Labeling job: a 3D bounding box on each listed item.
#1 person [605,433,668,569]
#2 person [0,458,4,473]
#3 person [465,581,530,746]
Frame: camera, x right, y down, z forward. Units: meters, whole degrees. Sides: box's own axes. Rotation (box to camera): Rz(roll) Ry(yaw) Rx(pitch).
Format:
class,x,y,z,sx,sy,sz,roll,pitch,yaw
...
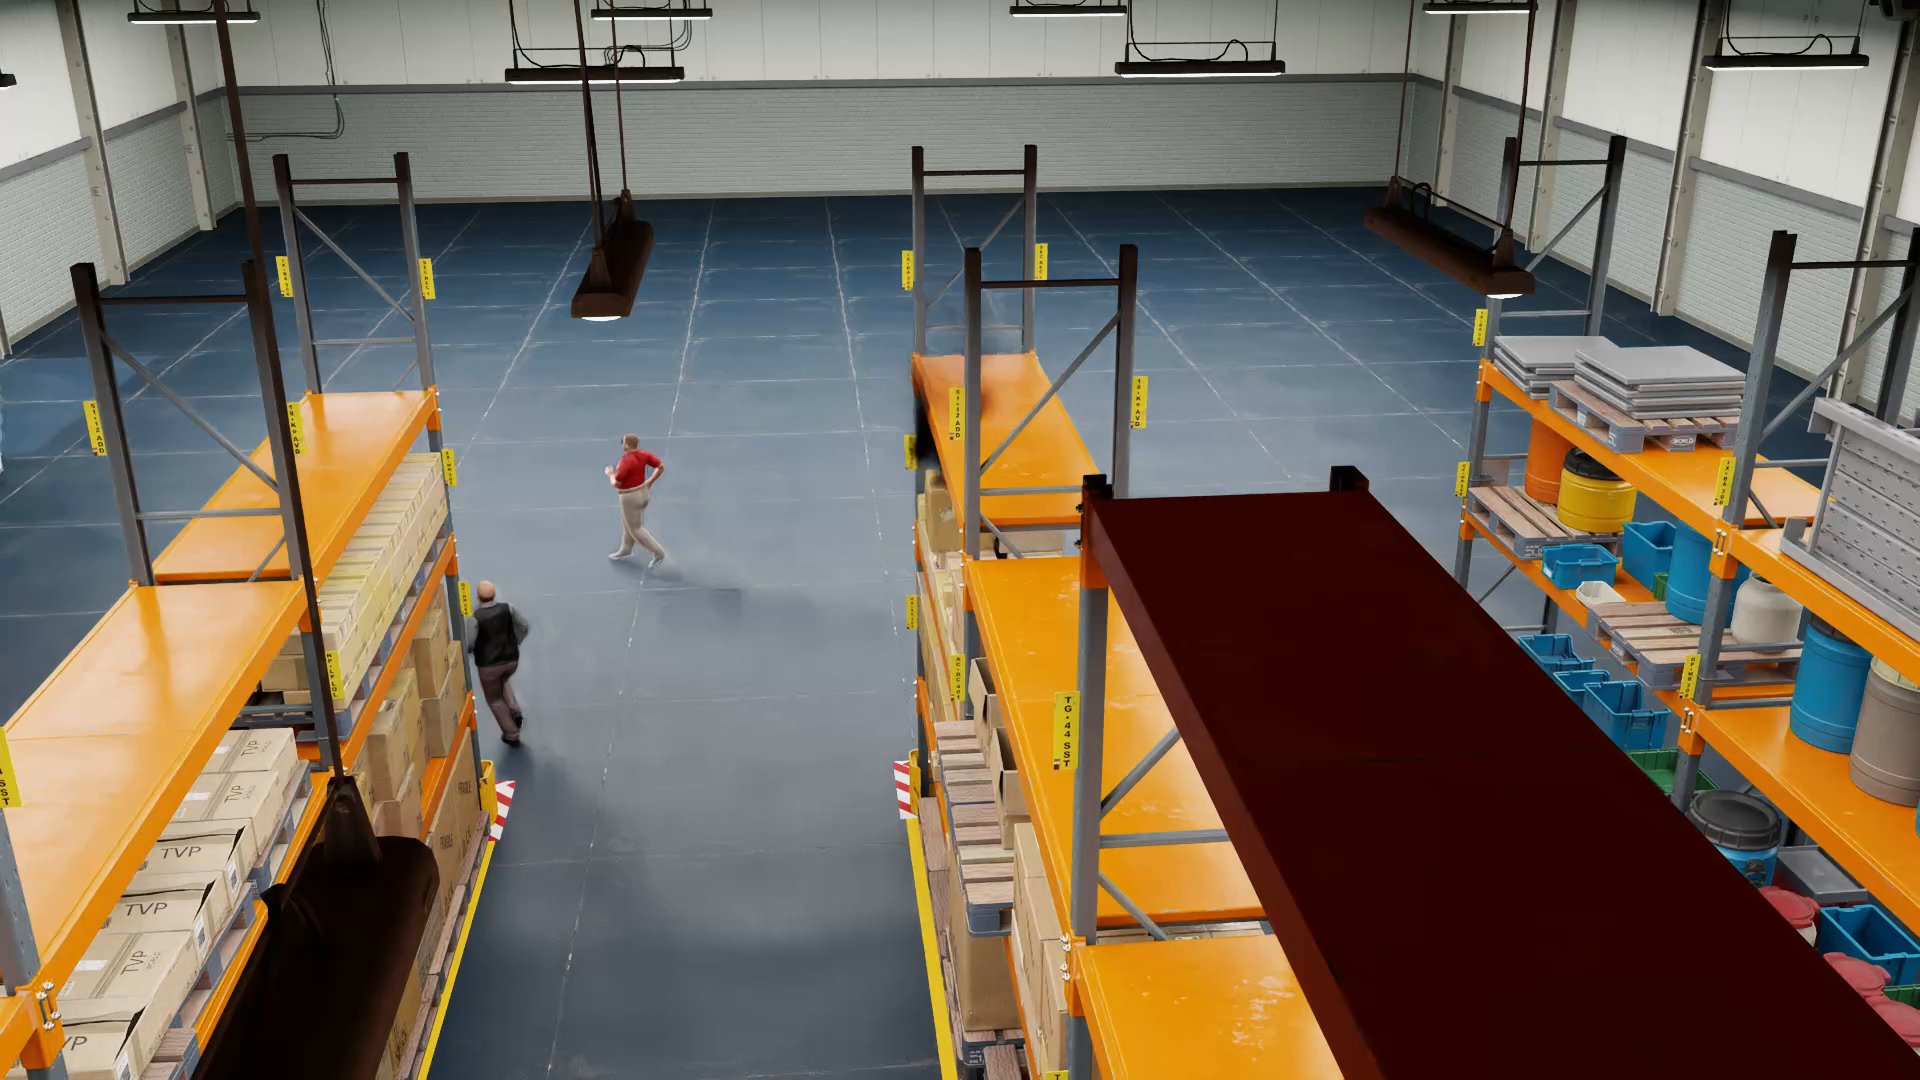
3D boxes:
class,x,y,z,sx,sy,sz,roll,pitch,yaw
person,-4.012,-0.490,20.483,0.976,1.729,0.658,9,23,22
person,-14.008,-1.758,23.618,0.765,1.832,0.632,16,26,34
person,-4.580,1.192,16.395,0.655,1.673,0.640,-18,28,-38
